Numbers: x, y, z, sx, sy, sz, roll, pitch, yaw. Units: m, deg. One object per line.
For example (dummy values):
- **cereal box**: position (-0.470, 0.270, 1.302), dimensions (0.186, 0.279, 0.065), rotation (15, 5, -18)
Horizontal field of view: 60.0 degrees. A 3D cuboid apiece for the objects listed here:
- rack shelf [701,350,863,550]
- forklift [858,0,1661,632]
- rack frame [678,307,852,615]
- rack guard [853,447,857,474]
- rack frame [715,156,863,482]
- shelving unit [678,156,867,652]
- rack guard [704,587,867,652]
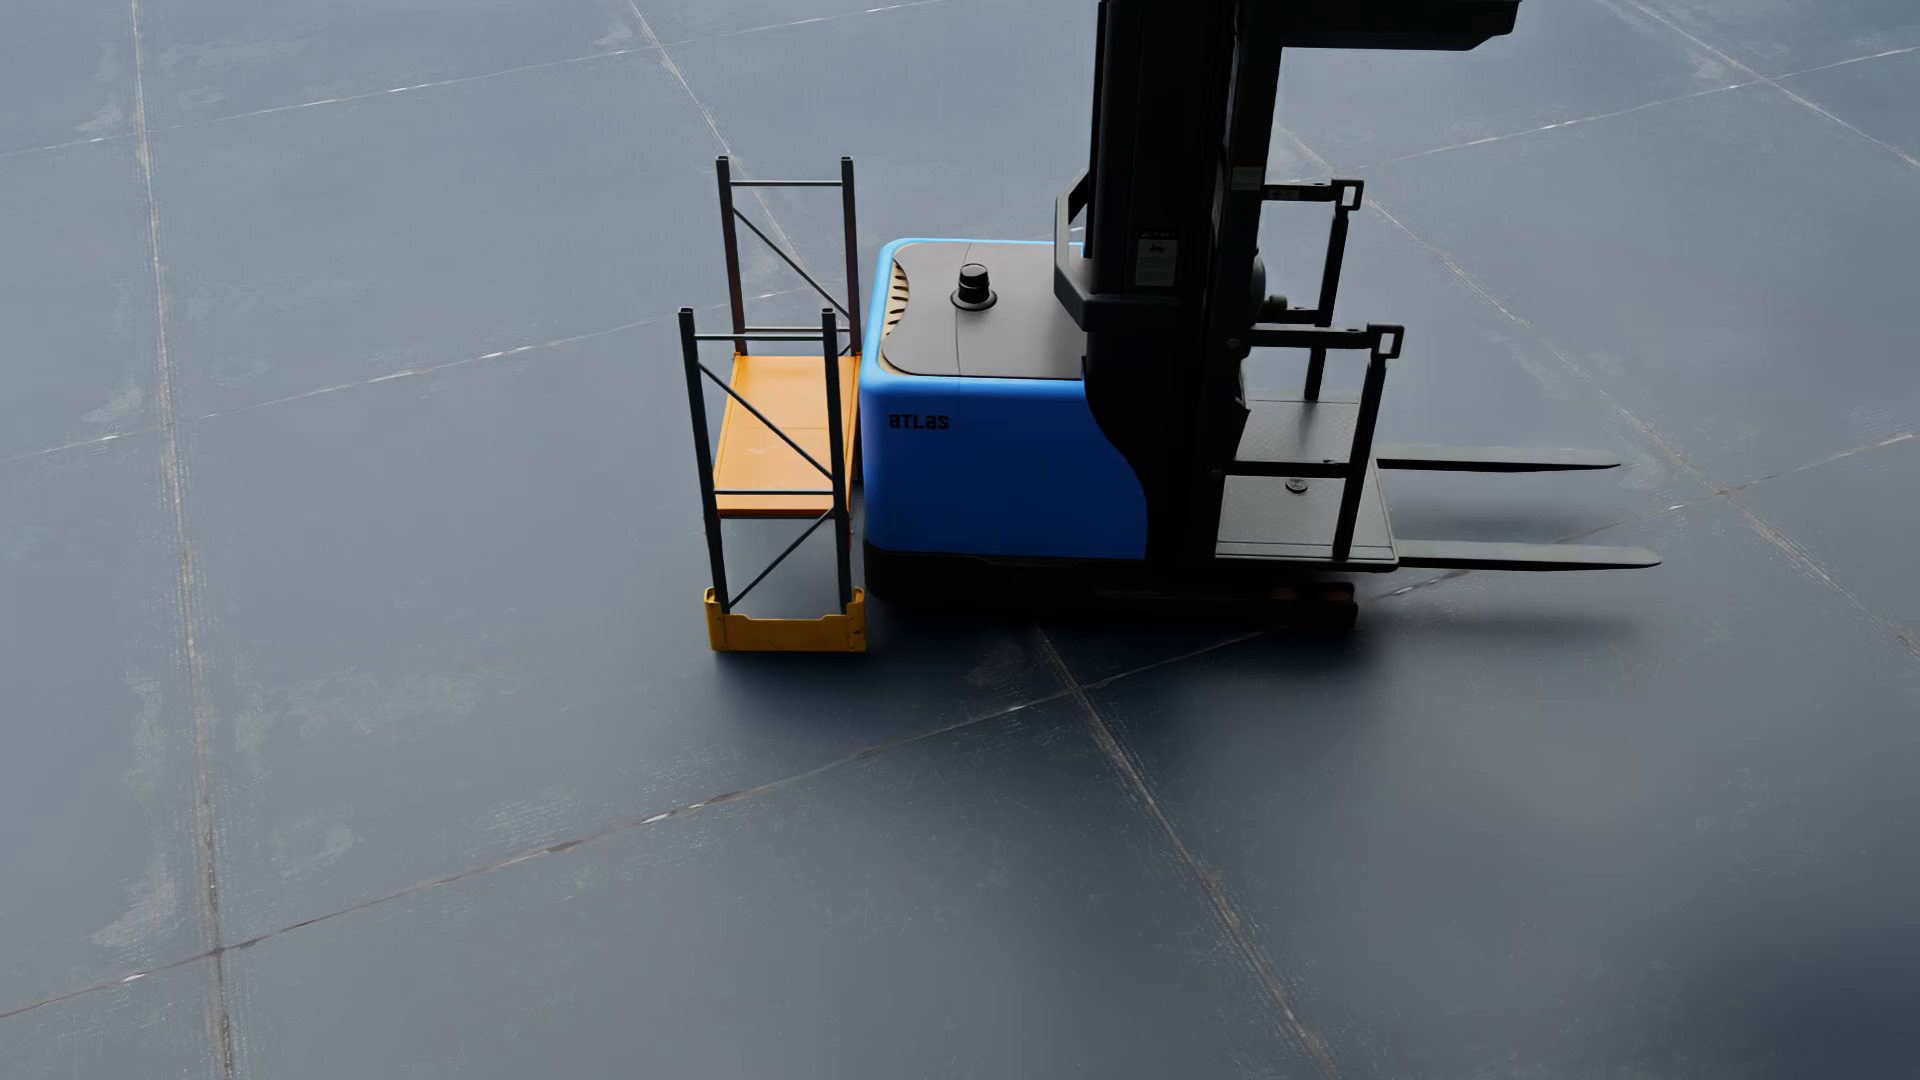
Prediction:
- **rack shelf**: position (-0.645, -0.359, 6.293), dimensions (0.538, 0.185, 1.000), rotation (0, 41, 0)
- **forklift**: position (1.165, -1.120, 5.804), dimensions (3.031, 2.935, 1.130), rotation (2, 41, 2)
- **rack frame**: position (-0.648, -0.164, 5.791), dimensions (0.500, 1.500, 0.032), rotation (0, 41, 0)
- **rack guard**: position (-0.642, -0.352, 6.968), dimensions (0.587, 0.250, 0.087), rotation (0, 41, 0)
- **rack frame**: position (-0.642, -0.827, 6.561), dimensions (0.500, 1.500, 0.032), rotation (0, 41, 0)
- **shelving unit**: position (-0.645, -0.502, 6.183), dimensions (0.587, 1.500, 1.083), rotation (0, 41, 0)
- **rack guard**: position (-0.648, 0.297, 6.213), dimensions (0.587, 0.250, 0.087), rotation (0, 41, 0)
